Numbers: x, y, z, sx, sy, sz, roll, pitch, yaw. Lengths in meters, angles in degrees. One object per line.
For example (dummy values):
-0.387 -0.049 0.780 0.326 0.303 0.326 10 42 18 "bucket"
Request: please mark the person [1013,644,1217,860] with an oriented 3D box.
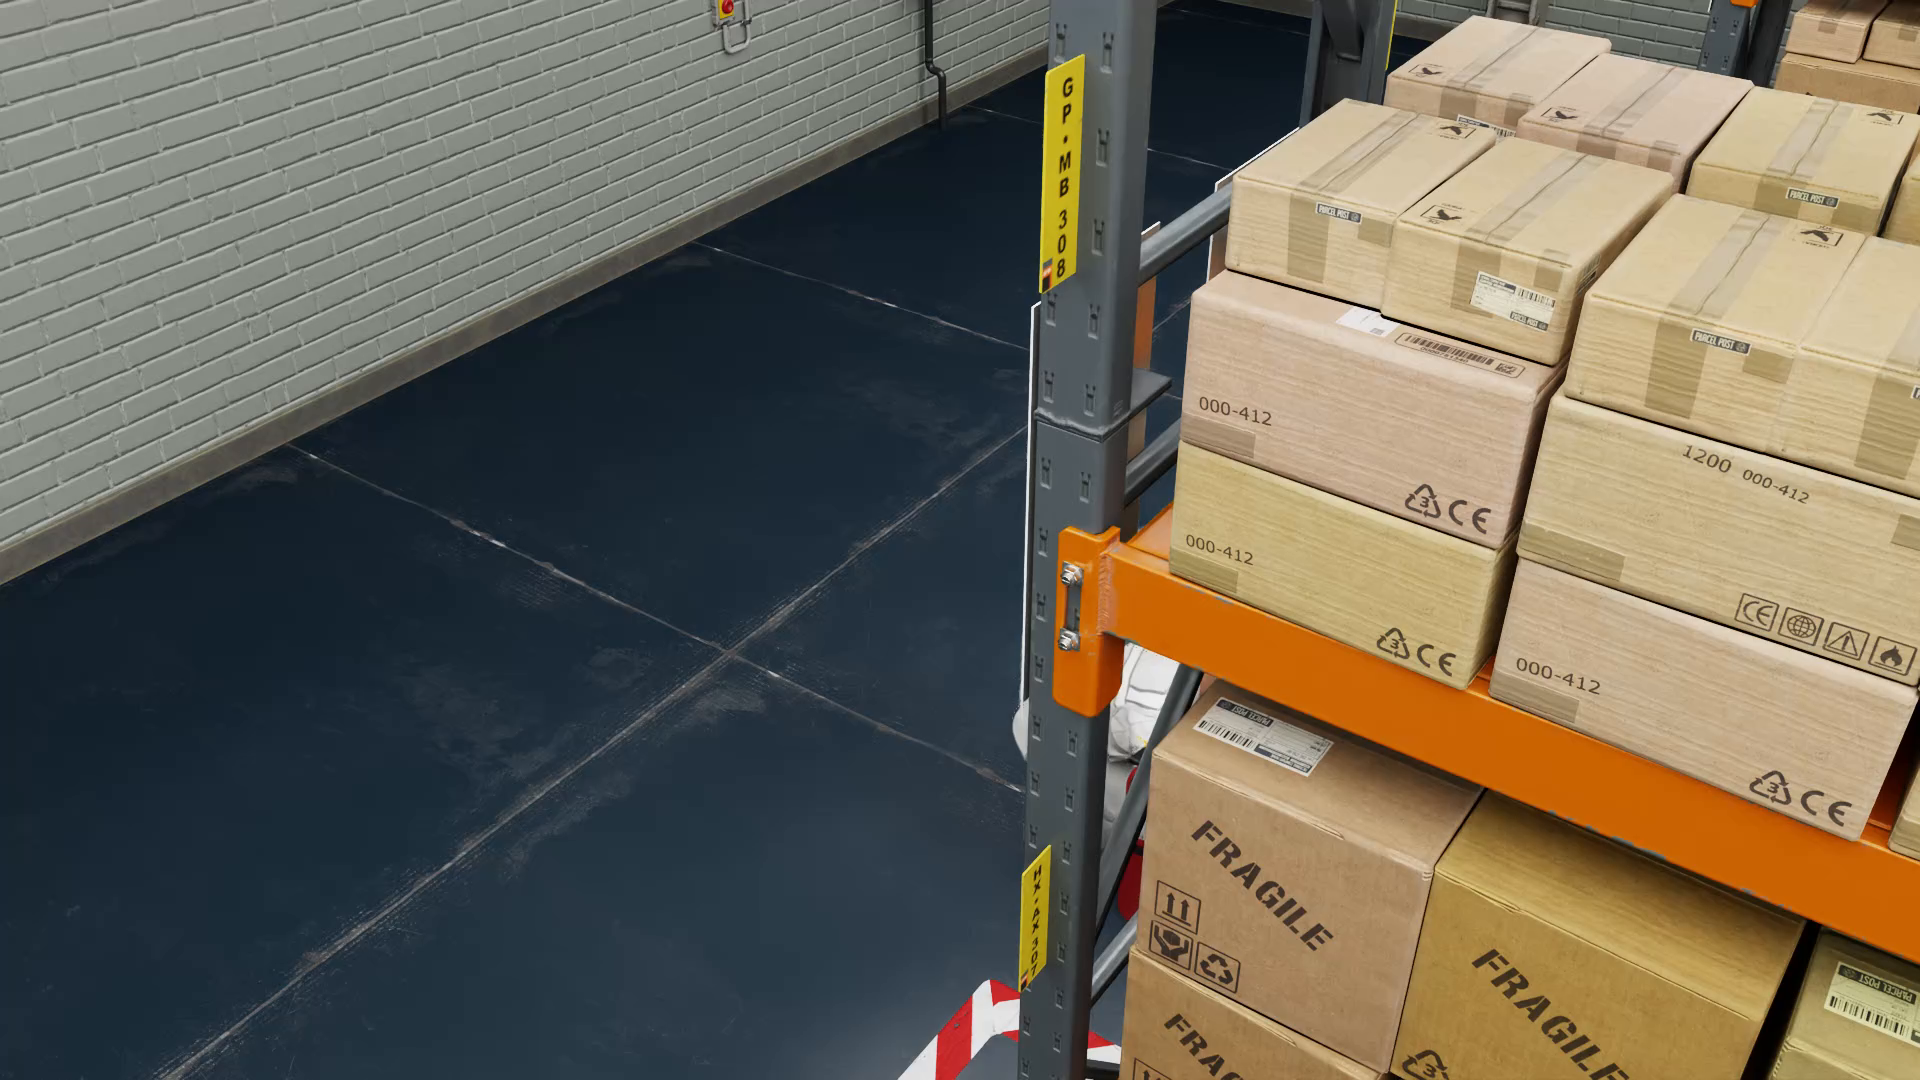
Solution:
0.643 0.703 5.776 0.910 1.009 0.557 21 40 28 "person"
